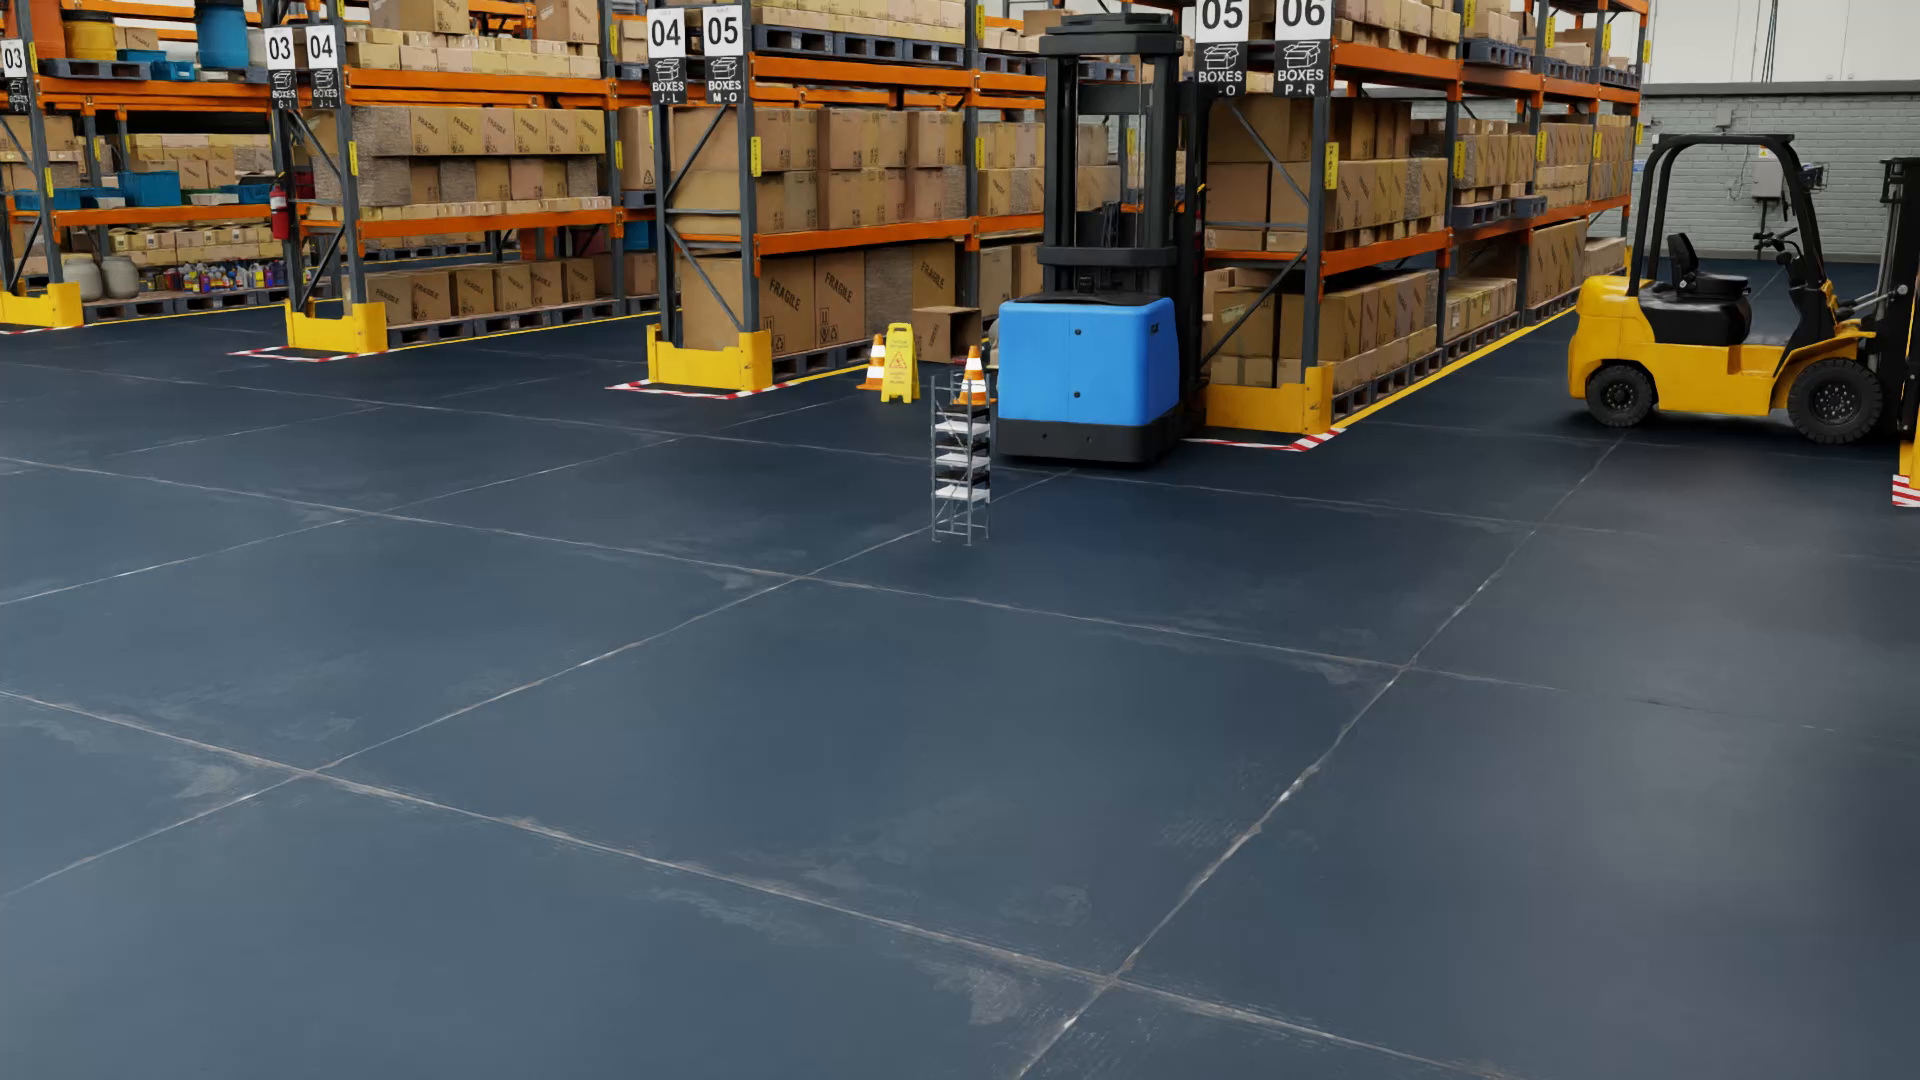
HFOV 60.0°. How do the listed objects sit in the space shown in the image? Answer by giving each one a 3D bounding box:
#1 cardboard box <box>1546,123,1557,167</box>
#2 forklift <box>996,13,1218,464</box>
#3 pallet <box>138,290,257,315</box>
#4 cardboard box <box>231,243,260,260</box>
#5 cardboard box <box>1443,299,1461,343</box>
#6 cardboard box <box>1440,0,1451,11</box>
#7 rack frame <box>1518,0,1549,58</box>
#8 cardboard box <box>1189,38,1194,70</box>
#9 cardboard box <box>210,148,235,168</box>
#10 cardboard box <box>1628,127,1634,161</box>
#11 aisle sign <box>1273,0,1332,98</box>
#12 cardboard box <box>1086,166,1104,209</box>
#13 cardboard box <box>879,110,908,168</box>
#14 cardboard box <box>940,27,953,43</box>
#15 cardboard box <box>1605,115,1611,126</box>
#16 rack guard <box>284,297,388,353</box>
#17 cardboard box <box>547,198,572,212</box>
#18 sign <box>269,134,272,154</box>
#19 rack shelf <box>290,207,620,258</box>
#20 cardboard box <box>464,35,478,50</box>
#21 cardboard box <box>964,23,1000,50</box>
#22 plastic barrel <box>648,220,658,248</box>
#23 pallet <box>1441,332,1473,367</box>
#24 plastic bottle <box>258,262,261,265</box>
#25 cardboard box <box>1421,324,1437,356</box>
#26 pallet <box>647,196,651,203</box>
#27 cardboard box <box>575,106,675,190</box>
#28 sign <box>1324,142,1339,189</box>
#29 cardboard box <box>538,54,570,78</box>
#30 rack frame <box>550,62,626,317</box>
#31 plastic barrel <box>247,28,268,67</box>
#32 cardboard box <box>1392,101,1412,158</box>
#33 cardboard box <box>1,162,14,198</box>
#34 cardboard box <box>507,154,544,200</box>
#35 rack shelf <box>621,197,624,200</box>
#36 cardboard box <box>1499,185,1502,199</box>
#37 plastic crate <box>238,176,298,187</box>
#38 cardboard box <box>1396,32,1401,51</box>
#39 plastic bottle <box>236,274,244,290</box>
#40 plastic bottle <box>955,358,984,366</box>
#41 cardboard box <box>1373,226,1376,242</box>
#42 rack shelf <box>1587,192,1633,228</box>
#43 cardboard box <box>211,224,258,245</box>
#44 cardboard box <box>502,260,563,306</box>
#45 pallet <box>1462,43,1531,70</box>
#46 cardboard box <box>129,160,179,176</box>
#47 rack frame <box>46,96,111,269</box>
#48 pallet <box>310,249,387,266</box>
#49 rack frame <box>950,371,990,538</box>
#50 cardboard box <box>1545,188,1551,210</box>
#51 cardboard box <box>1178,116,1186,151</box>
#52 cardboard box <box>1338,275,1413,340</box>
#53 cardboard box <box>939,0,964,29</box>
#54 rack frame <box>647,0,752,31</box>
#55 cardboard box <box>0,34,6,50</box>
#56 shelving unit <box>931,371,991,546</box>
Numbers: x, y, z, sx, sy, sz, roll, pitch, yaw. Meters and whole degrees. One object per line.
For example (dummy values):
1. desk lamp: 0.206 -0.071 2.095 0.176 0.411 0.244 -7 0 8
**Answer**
1. cardboard box: 6.722 -4.664 19.632 0.500 0.500 0.500 7 15 28
2. forklift: 1.210 -2.227 12.018 1.130 2.935 3.031 5 14 19
3. pallet: -9.856 -3.076 21.344 1.003 0.211 1.213 7 15 28
4. cardboard box: -11.839 -4.722 27.190 0.500 0.250 0.500 8 16 29
5. cardboard box: 4.356 -2.167 16.332 0.950 0.372 0.625 8 16 29
6. cardboard box: 4.084 -4.704 14.581 0.380 0.149 0.250 7 15 27
7. rack frame: 6.038 -6.869 18.327 1.000 3.000 0.127 7 15 28
8. cardboard box: 3.311 -6.959 23.991 0.700 0.500 0.500 7 15 28
9. cardboard box: -14.439 -7.349 32.225 0.500 0.500 0.500 8 16 30
10. cardboard box: 9.881 -6.003 25.187 0.500 0.500 0.500 8 16 30
11. aisle sign: 2.412 -3.528 11.719 0.394 0.787 0.004 7 15 28
12. cardboard box: 1.431 -4.317 20.325 0.500 0.500 0.500 7 15 28
13. cardboard box: -1.031 -3.977 16.507 0.875 0.550 0.550 7 15 28
14. cardboard box: -0.295 -5.099 16.808 0.380 0.149 0.250 8 16 29
15. cardboard box: 8.876 -5.866 23.234 0.380 0.149 0.250 7 15 26
16. rack guard: -6.467 -2.235 17.237 1.175 0.500 0.348 7 15 28
17. cardboard box: -4.743 -3.897 19.334 0.380 0.149 0.250 7 15 28
18. sign: -11.786 -6.783 28.467 0.100 0.325 0.005 7 15 28
19. rack shelf: -5.537 -3.495 18.666 1.077 0.370 4.000 7 15 28
20. cardboard box: -5.430 -5.363 17.949 0.380 0.149 0.250 7 15 27
21. cardboard box: 0.233 -5.414 17.866 0.258 0.266 0.396 7 15 27
22. plastic barrel: -5.317 -5.532 29.161 0.600 0.901 0.708 7 15 28
23. pallet: 4.480 -1.937 16.616 1.003 0.211 1.213 7 15 28
24. plastic bottle: -9.483 -3.613 22.475 0.061 0.283 0.133 7 15 28
25. cardboard box: 4.054 -1.848 15.270 0.500 0.250 0.500 8 16 31
26. pallet: -3.558 -4.572 22.006 1.003 0.211 1.213 7 15 28
27. cardboard box: -4.064 -4.898 20.774 1.000 1.000 1.000 7 15 28
28. sign: 2.646 -2.671 11.866 0.100 0.325 0.005 7 15 28
29. cardboard box: -4.824 -5.411 18.999 0.500 0.250 0.500 8 16 29
30. rack frame: -4.570 -4.255 20.283 1.000 3.000 0.127 7 15 28
31. plastic barrel: -9.286 -6.467 21.923 0.421 0.512 0.421 0 14 0
32. cardboard box: 3.702 -3.746 15.190 0.700 0.500 0.500 7 15 27
33. cardboard box: -13.945 -5.124 23.673 0.700 0.500 0.500 8 16 29
34. cardboard box: -5.268 -4.150 19.001 0.875 0.500 0.500 7 15 28
35. rack shelf: -6.006 -5.698 27.801 1.077 0.370 4.000 7 15 28
36. cardboard box: 5.406 -3.614 17.265 0.380 0.149 0.250 7 15 26
37. plastic crate: -9.271 -4.693 22.232 0.767 0.338 0.504 7 15 28
38. cardboard box: 3.329 -4.003 13.374 0.380 0.149 0.250 7 15 27
39. plastic bottle: -9.329 -3.339 21.516 0.097 0.201 0.097 0 14 0
40. plastic bottle: 0.098 -1.713 16.010 0.283 0.061 0.133 2 14 9
41. cardboard box: 3.159 -2.499 13.536 0.380 0.149 0.250 8 16 30
42. rack shelf: 8.939 -4.834 24.220 1.077 0.370 4.000 7 15 28
43. cardboard box: -11.836 -4.993 27.118 0.500 0.311 0.500 7 15 28
44. cardboard box: -5.069 -3.048 19.714 0.500 0.500 0.500 -12 18 -41
45. pallet: 4.995 -4.827 16.656 1.213 0.211 1.003 7 15 28
46. cardboard box: -12.600 -5.691 26.024 0.500 0.500 0.500 9 16 32
47. rack frame: -13.240 -5.378 24.942 1.000 3.000 0.127 7 15 28
48. pallet: -10.913 -4.992 29.290 1.003 0.211 1.213 7 15 28
49. rack frame: 0.053 -0.460 9.022 0.240 0.900 0.006 7 15 28
50. cardboard box: 6.728 -4.059 19.791 0.500 0.250 0.500 7 15 26
51. cardboard box: 3.581 -6.120 25.038 0.500 0.500 0.500 7 15 26
52. cardboard box: 3.564 -2.003 14.313 0.500 0.500 0.500 8 16 31
53. cardboard box: -0.291 -5.325 16.897 0.500 0.250 0.500 7 15 27
54. rack frame: -2.211 -5.768 13.759 1.000 3.000 0.127 7 15 28
55. cardboard box: -13.715 -7.084 24.208 0.500 0.500 0.500 9 16 33
56. shelving unit: 0.004 -0.439 8.935 0.258 0.900 0.210 7 15 28
